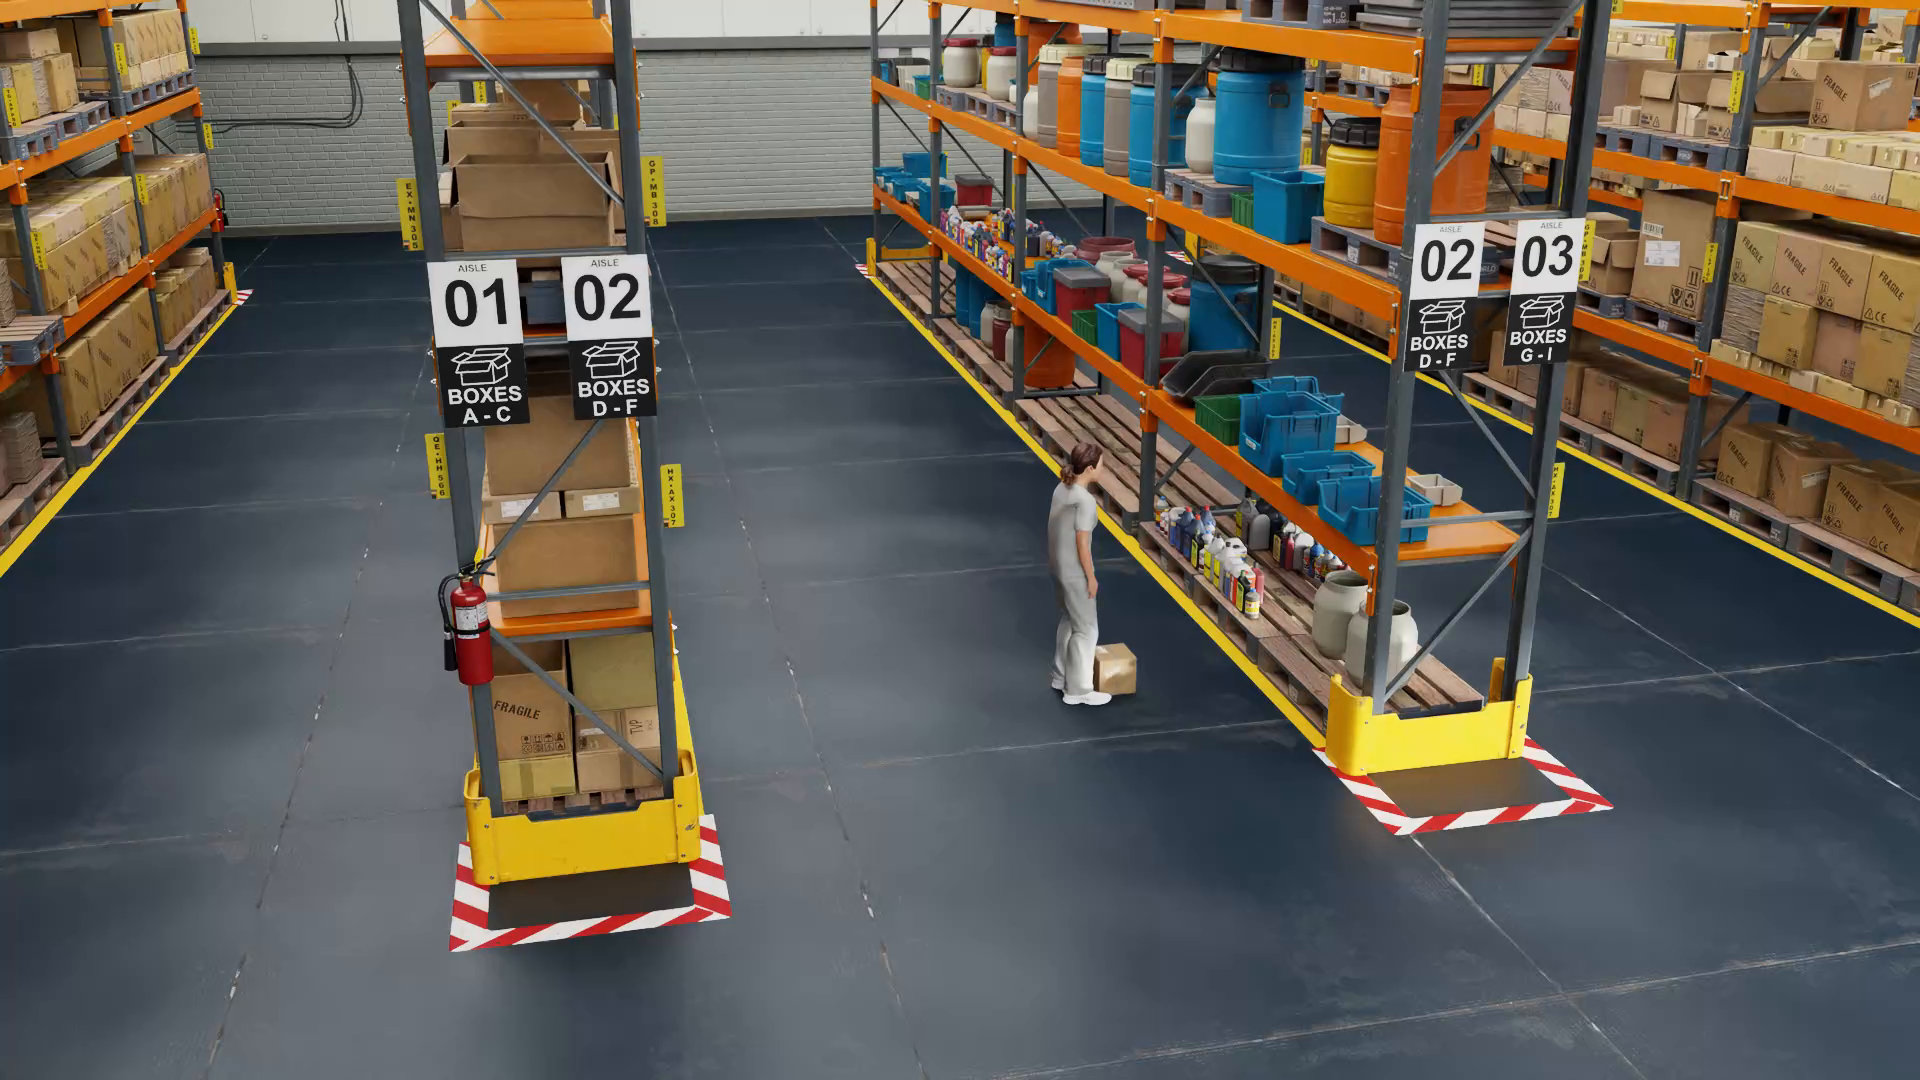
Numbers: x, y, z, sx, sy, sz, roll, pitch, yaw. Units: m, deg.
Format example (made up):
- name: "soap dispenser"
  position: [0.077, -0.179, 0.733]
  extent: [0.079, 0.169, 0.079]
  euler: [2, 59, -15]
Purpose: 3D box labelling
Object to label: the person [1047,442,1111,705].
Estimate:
- name: "person"
  position: [0.745, 0.198, 10.522]
  extent: [0.363, 1.671, 0.502]
  euler: [-6, 20, -15]
